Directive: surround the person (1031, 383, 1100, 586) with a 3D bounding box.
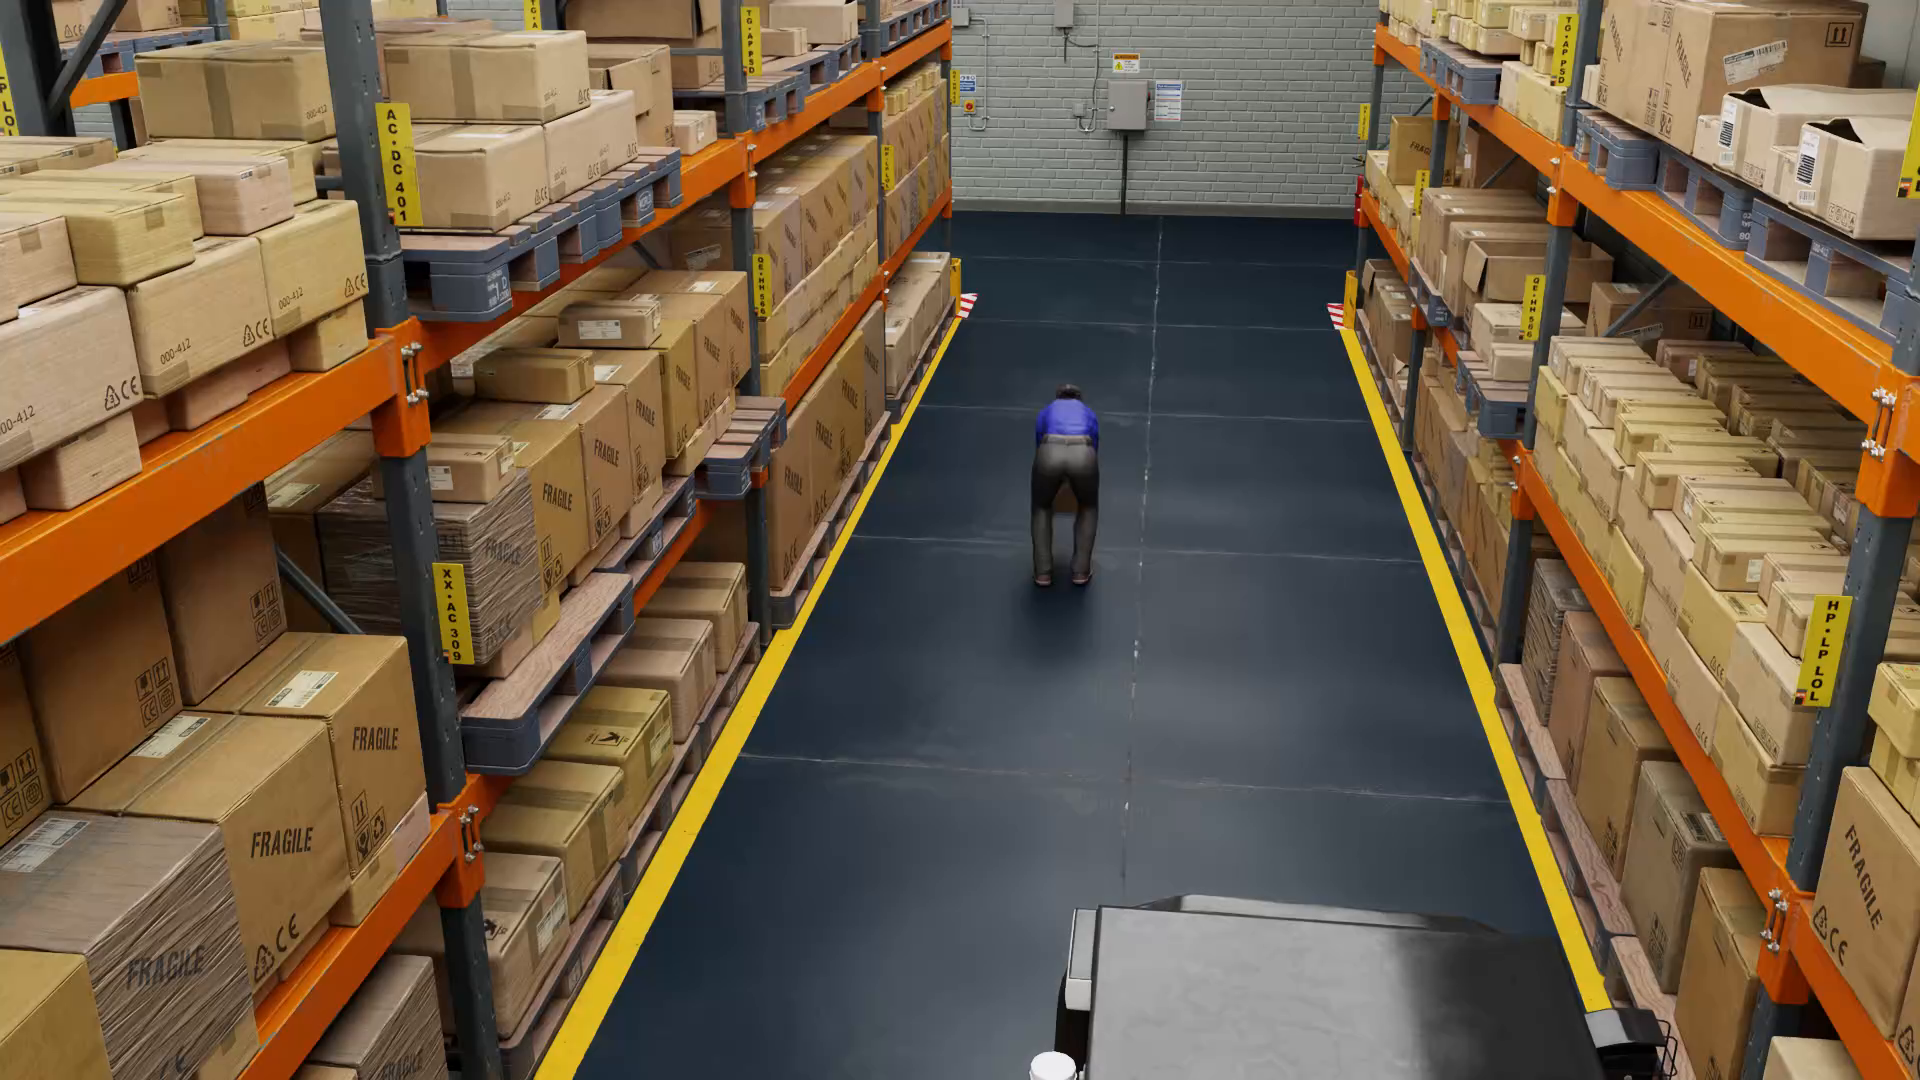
[{"bbox_3d":[0.650,-0.341,10.226,0.414,1.112,0.866,2,21,5],"label":"person"}]
